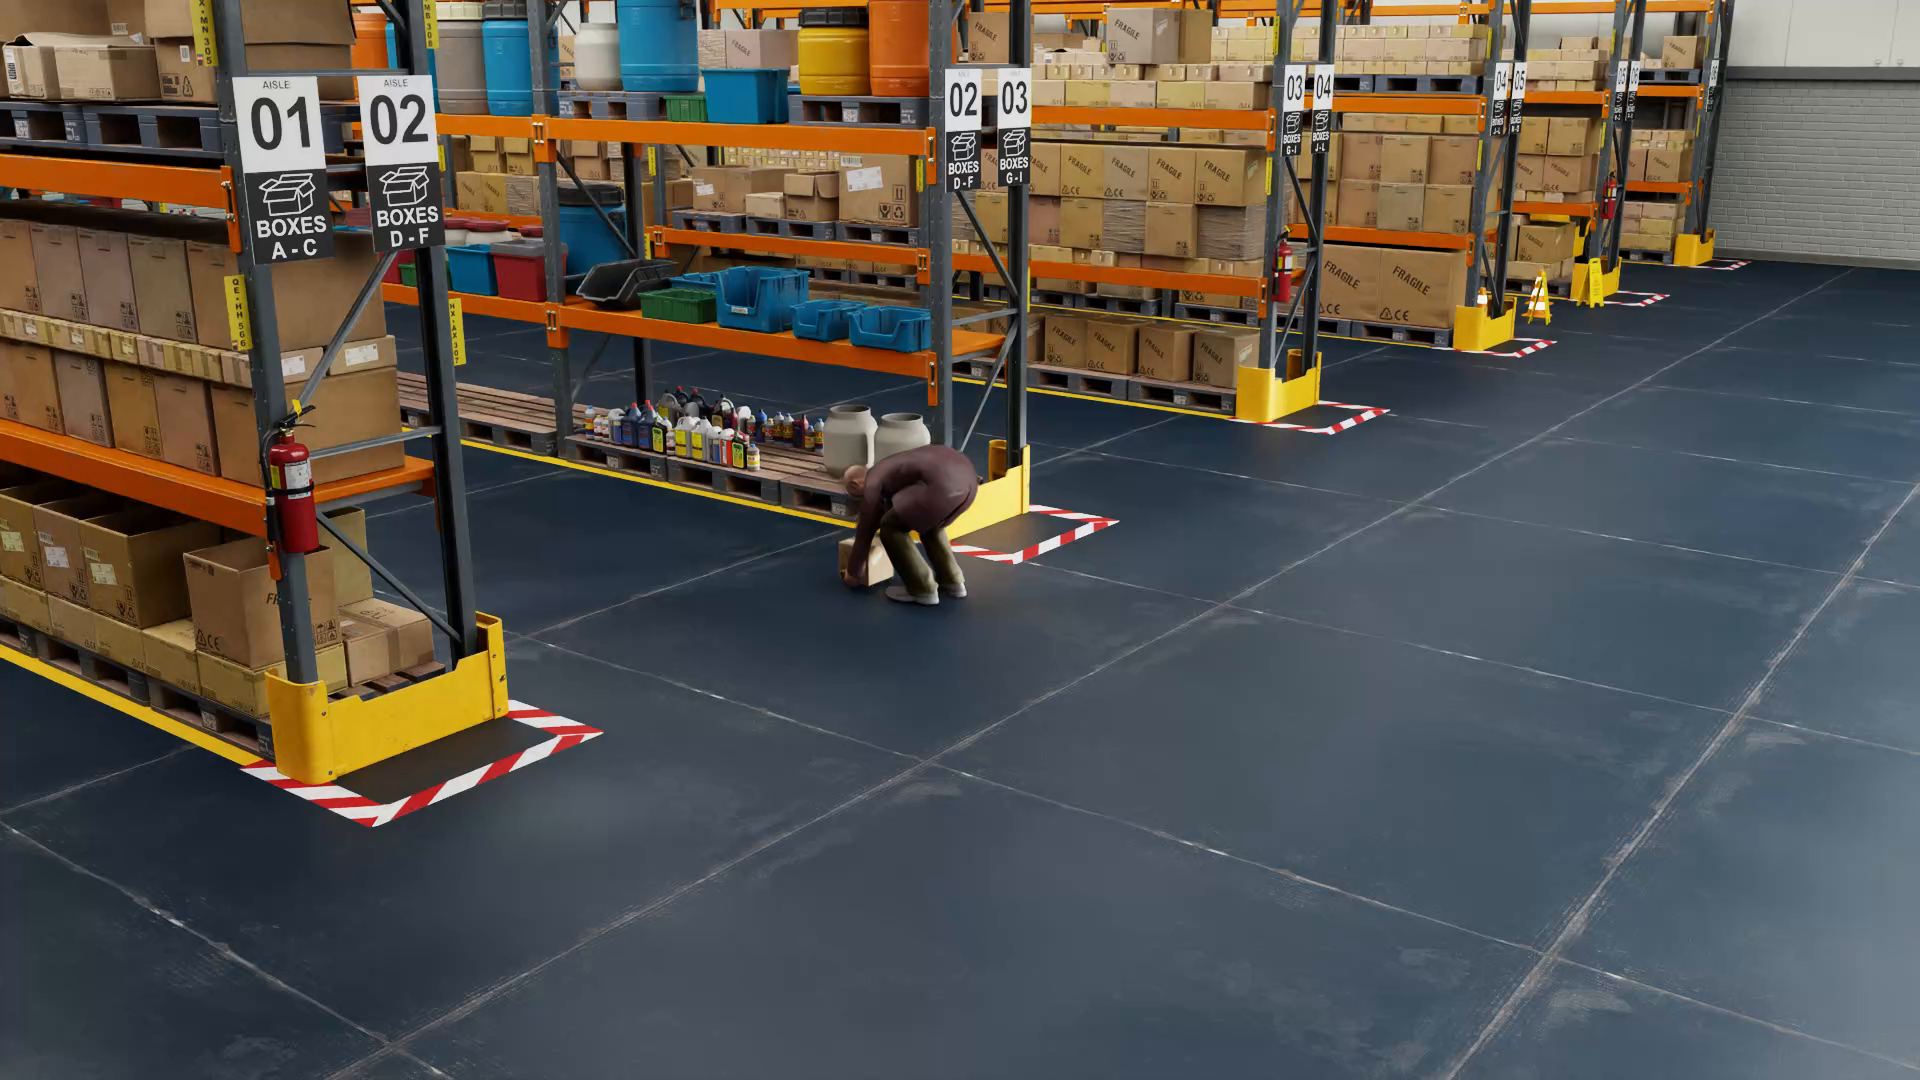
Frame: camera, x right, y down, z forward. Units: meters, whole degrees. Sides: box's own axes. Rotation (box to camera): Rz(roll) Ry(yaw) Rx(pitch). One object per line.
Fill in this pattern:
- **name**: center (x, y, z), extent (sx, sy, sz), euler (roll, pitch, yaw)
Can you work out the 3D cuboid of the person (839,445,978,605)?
- **person**: center (-0.323, -0.132, 10.425), extent (0.942, 0.981, 0.585), euler (11, 19, 32)
